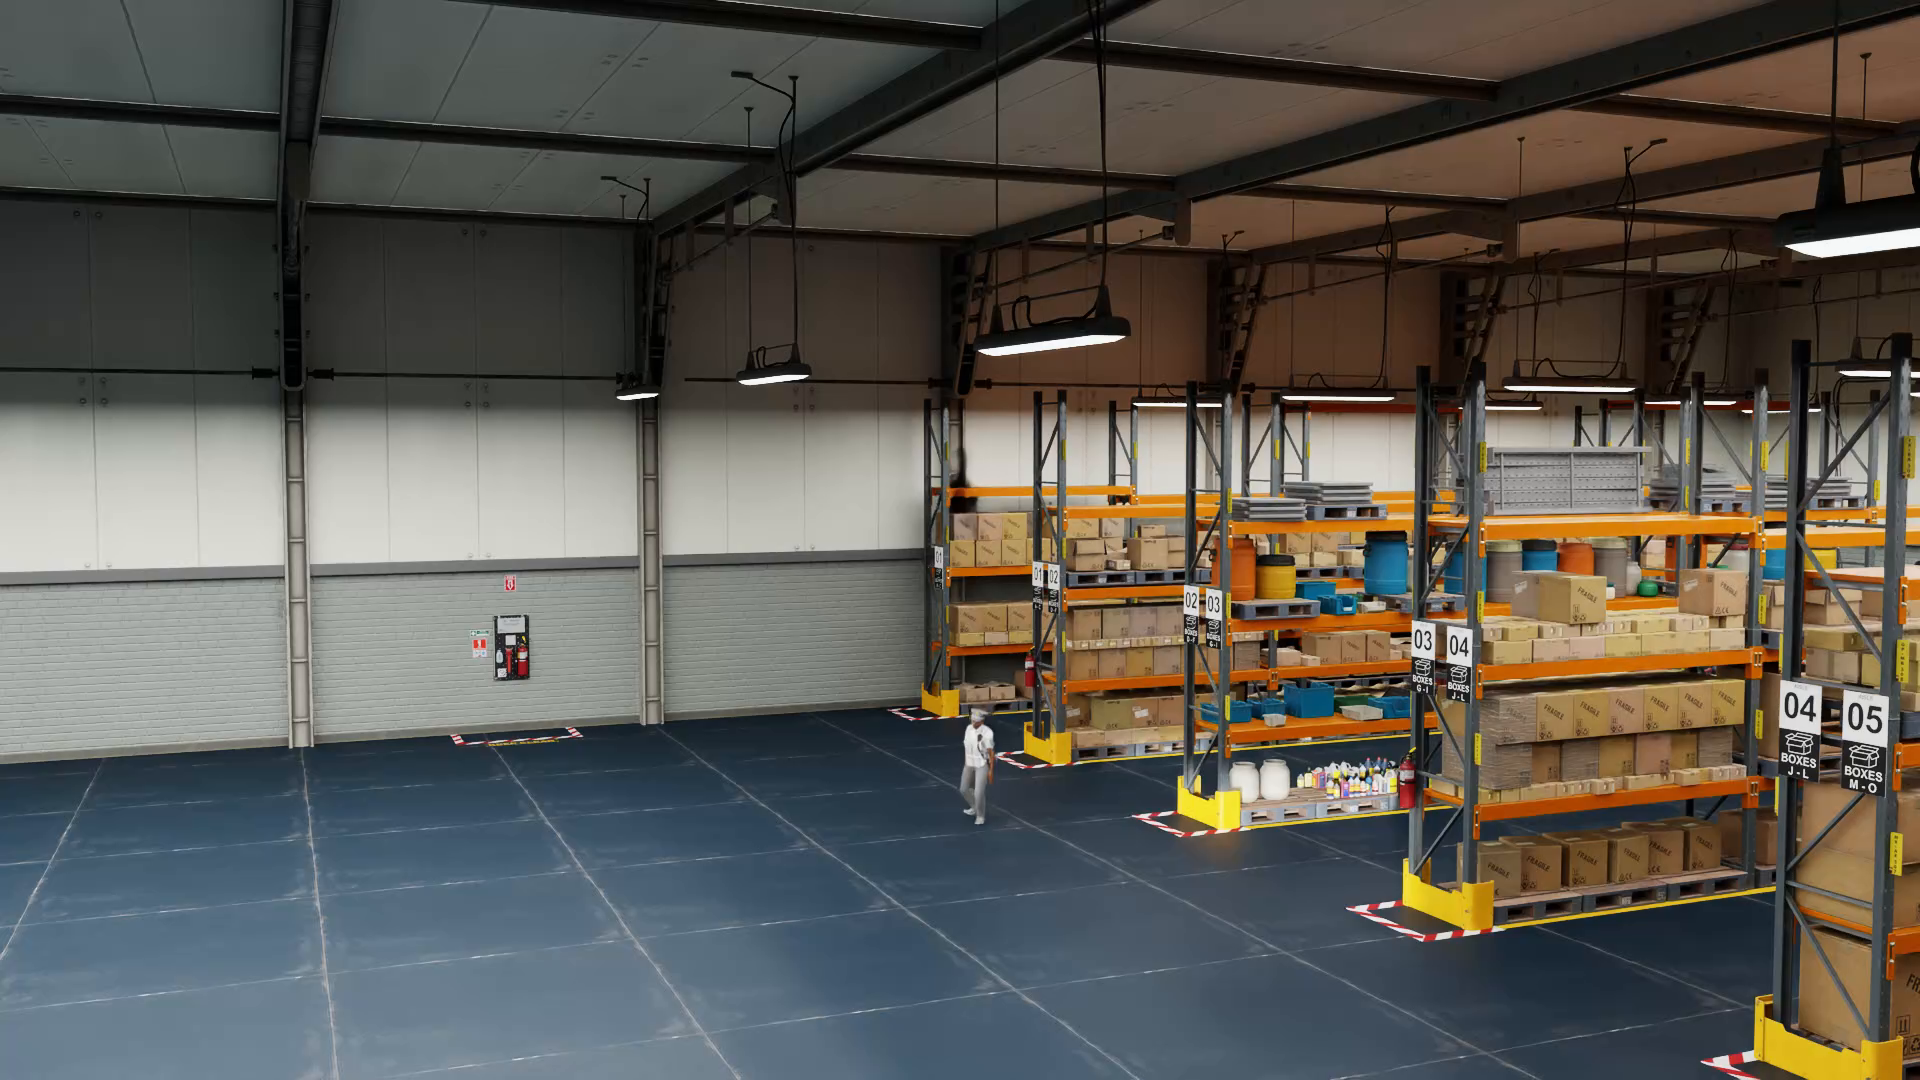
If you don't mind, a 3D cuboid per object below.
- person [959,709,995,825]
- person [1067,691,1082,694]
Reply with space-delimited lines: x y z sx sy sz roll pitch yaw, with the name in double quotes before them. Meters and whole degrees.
"person" 0.253 3.044 22.507 0.729 1.592 0.620 2 4 36
"person" 1.897 2.663 29.114 0.684 1.561 0.618 -3 4 -40
